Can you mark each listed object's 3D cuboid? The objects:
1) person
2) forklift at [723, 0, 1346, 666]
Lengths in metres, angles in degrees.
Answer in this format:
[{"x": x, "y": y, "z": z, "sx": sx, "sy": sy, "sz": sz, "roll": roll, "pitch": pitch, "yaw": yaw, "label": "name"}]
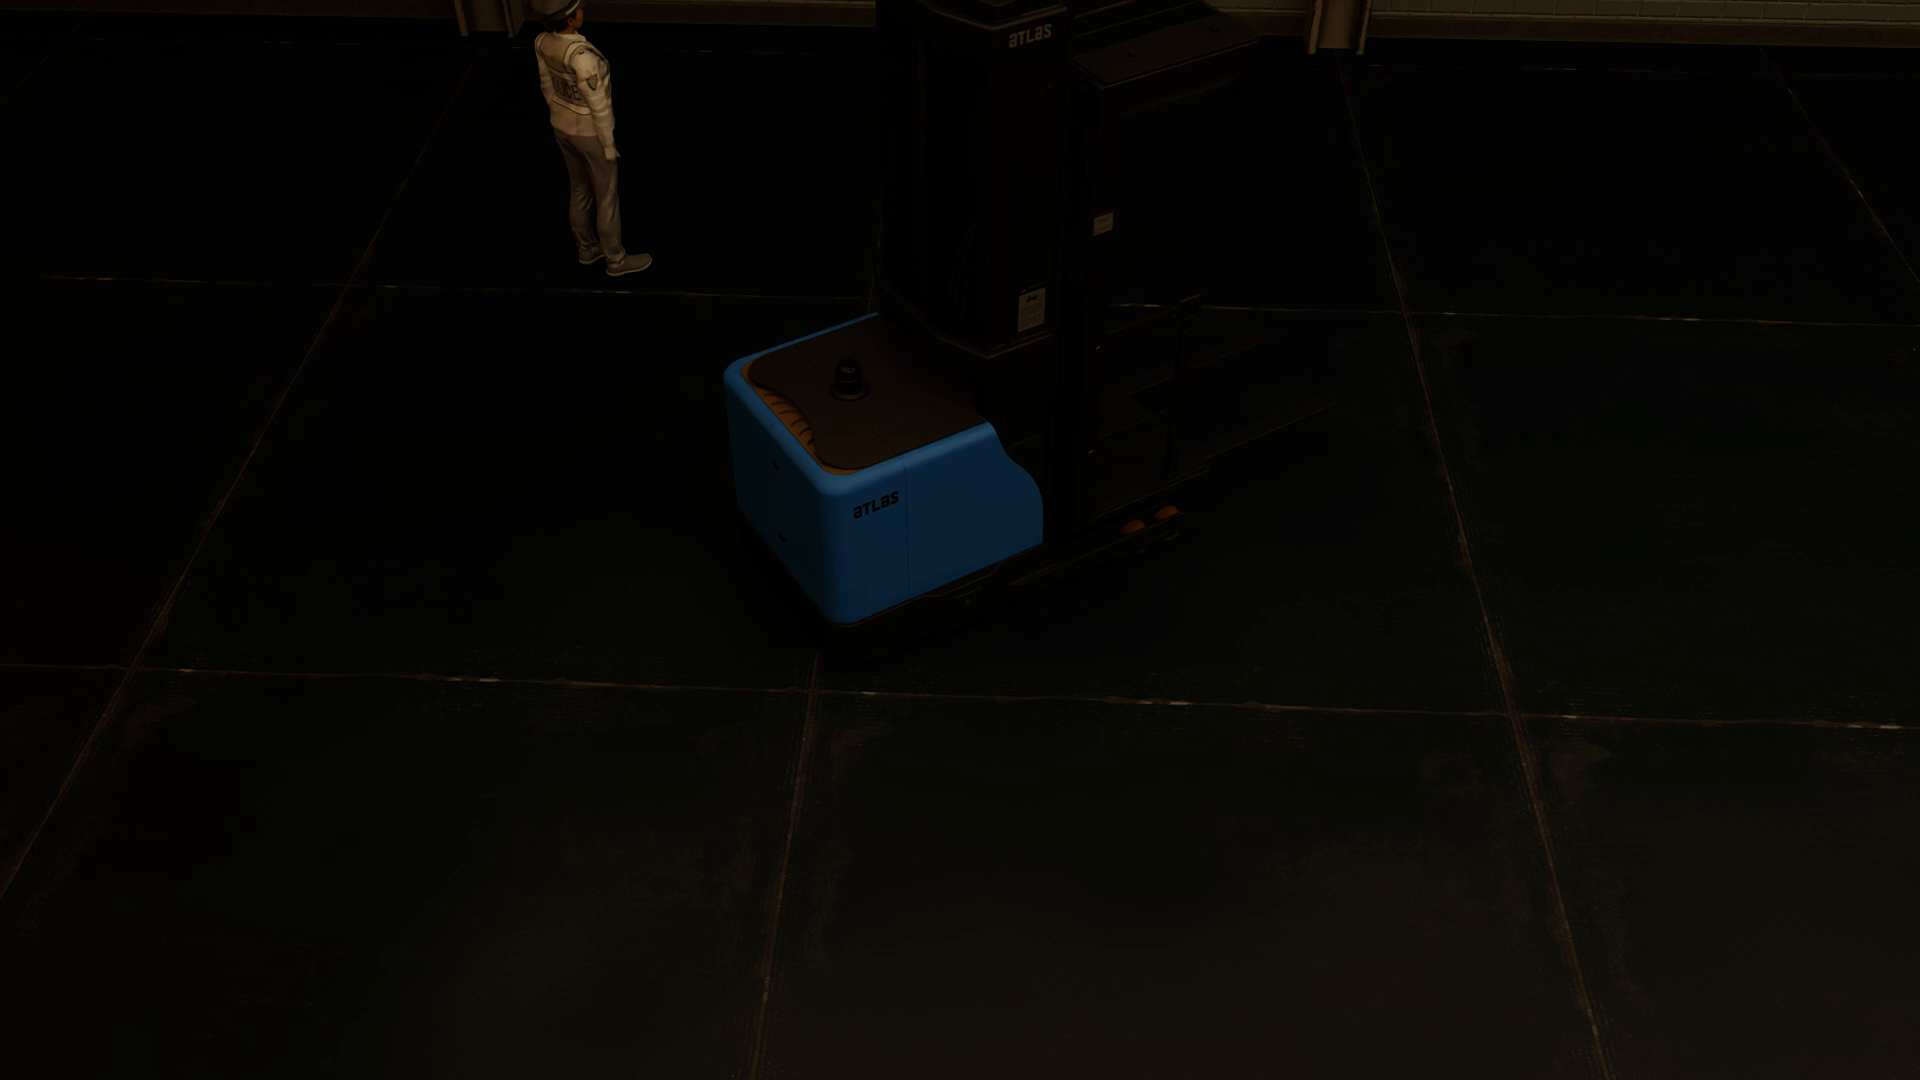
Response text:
[{"x": -2.050, "y": -2.244, "z": 9.124, "sx": 0.461, "sy": 1.693, "sz": 0.342, "roll": 29, "pitch": 50, "yaw": 28, "label": "person"}, {"x": 0.486, "y": -1.294, "z": 7.160, "sx": 3.031, "sy": 2.935, "sz": 1.130, "roll": -23, "pitch": 47, "yaw": -23, "label": "forklift"}]
